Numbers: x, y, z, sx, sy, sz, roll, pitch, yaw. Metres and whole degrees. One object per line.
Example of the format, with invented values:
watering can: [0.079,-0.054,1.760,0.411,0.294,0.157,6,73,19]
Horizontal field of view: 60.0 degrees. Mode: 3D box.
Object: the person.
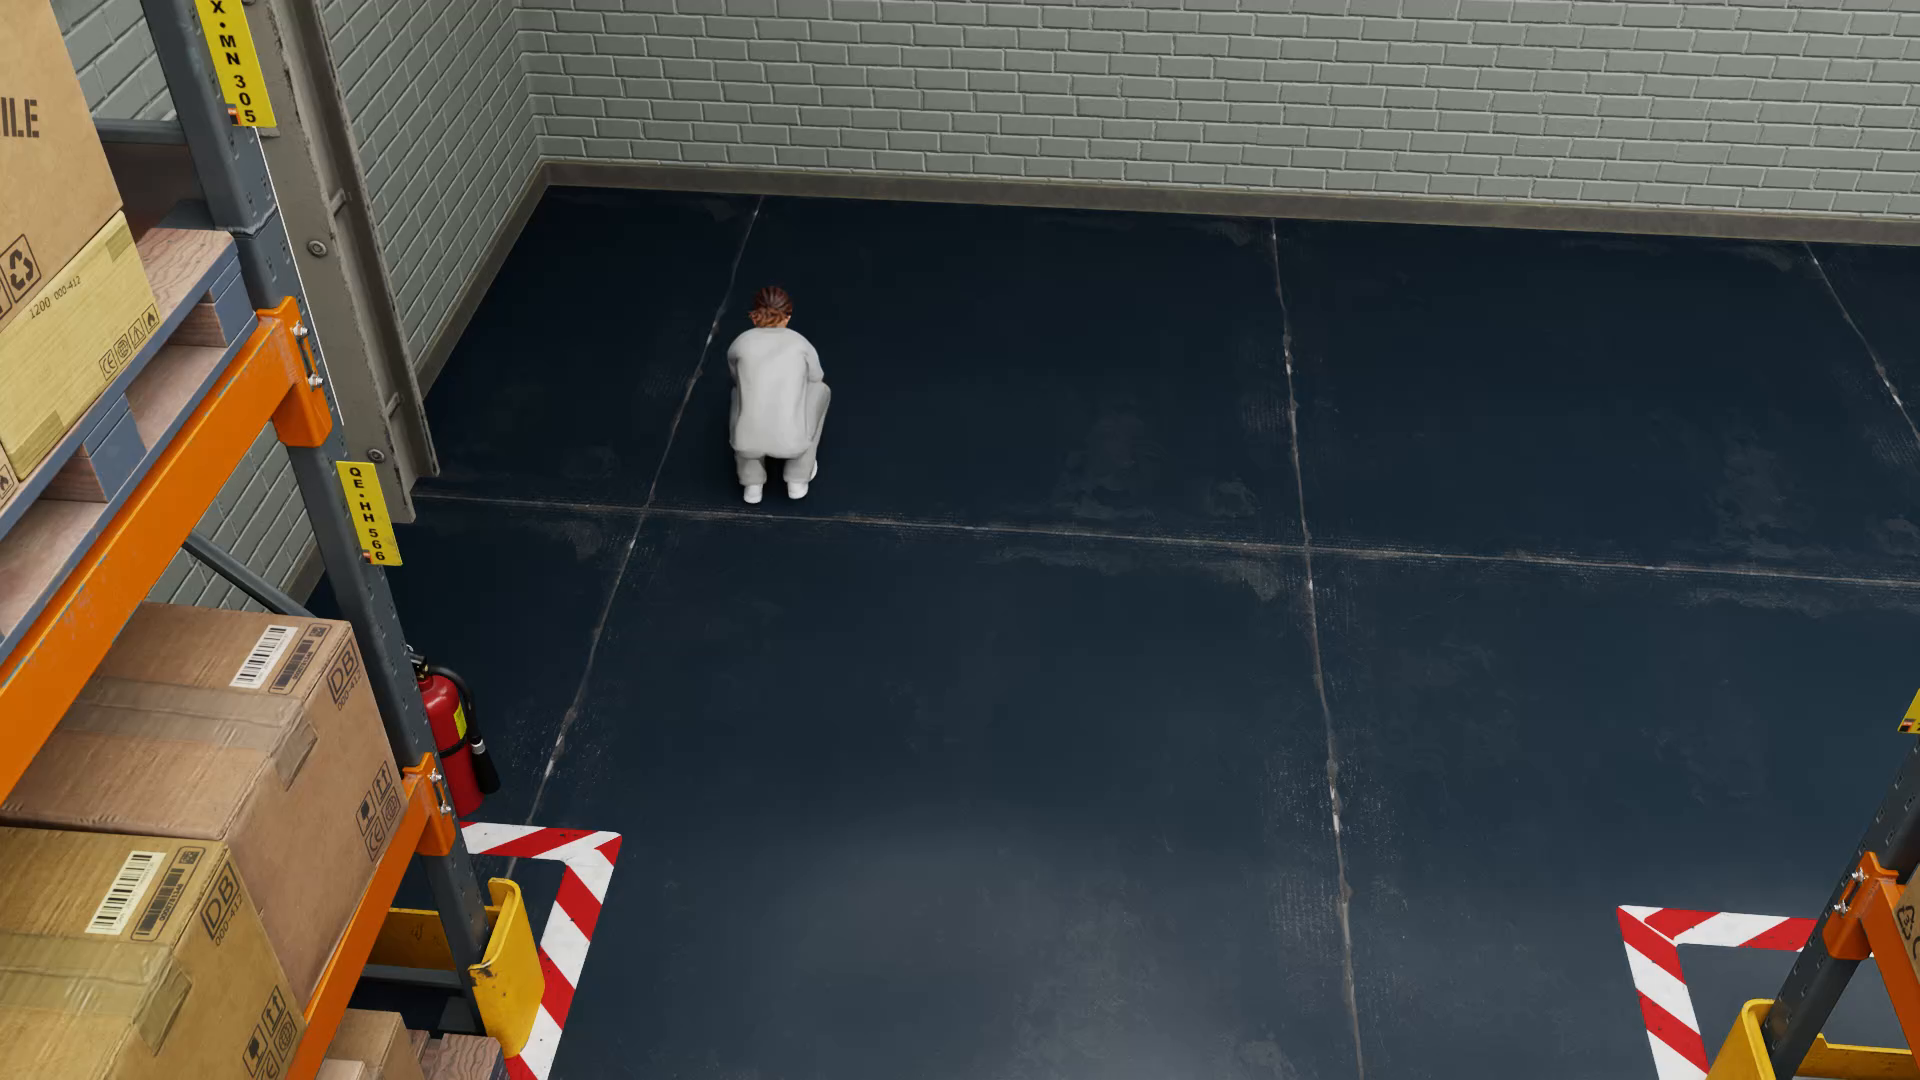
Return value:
person: [-0.844,-0.641,7.601,0.468,0.803,0.804,3,40,4]
